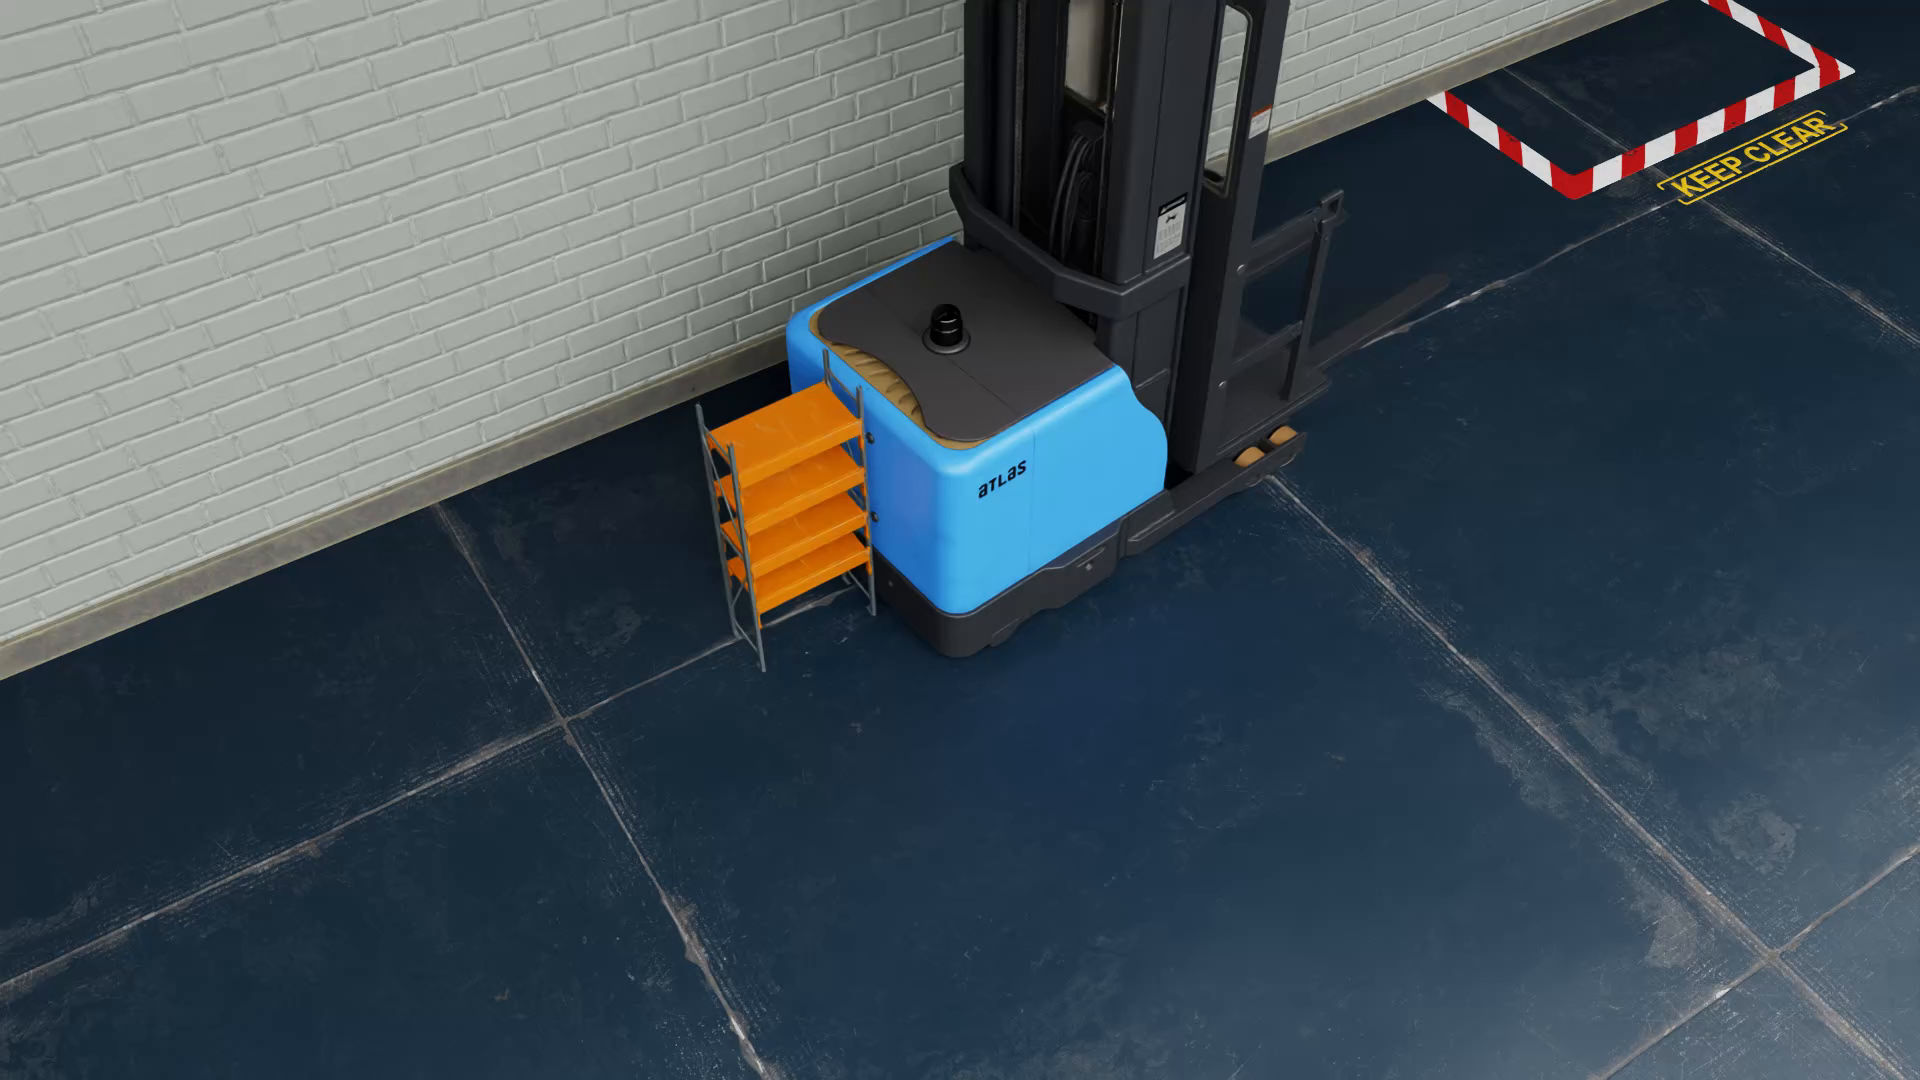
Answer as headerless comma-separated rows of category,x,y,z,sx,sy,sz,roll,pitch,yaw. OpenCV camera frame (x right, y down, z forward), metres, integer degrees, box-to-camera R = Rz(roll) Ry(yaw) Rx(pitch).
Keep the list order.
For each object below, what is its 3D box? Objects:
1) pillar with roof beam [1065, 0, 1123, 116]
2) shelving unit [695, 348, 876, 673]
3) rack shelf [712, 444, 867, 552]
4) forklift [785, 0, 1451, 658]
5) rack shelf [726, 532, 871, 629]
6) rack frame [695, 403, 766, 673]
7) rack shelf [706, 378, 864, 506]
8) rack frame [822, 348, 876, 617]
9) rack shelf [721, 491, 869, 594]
pillar with roof beam,2.745,-1.549,2.049,0.400,9.000,9.100,-25,53,-21
shelving unit,-0.600,-0.078,5.961,0.503,1.200,0.258,-27,54,-22
rack shelf,-0.600,-0.182,5.844,0.480,0.148,0.258,-27,54,-22
forklift,0.817,-1.473,6.044,3.031,2.935,1.130,-31,55,-25
rack shelf,-0.600,0.099,6.160,0.480,0.148,0.258,-27,54,-22
rack frame,-0.802,0.024,5.871,0.015,1.200,0.240,-27,54,-22
rack shelf,-0.600,-0.339,5.668,0.480,0.148,0.258,-27,54,-22
rack frame,-0.397,-0.180,6.052,0.015,1.200,0.240,-27,54,-22
rack shelf,-0.600,-0.033,6.011,0.480,0.148,0.258,-27,54,-22
